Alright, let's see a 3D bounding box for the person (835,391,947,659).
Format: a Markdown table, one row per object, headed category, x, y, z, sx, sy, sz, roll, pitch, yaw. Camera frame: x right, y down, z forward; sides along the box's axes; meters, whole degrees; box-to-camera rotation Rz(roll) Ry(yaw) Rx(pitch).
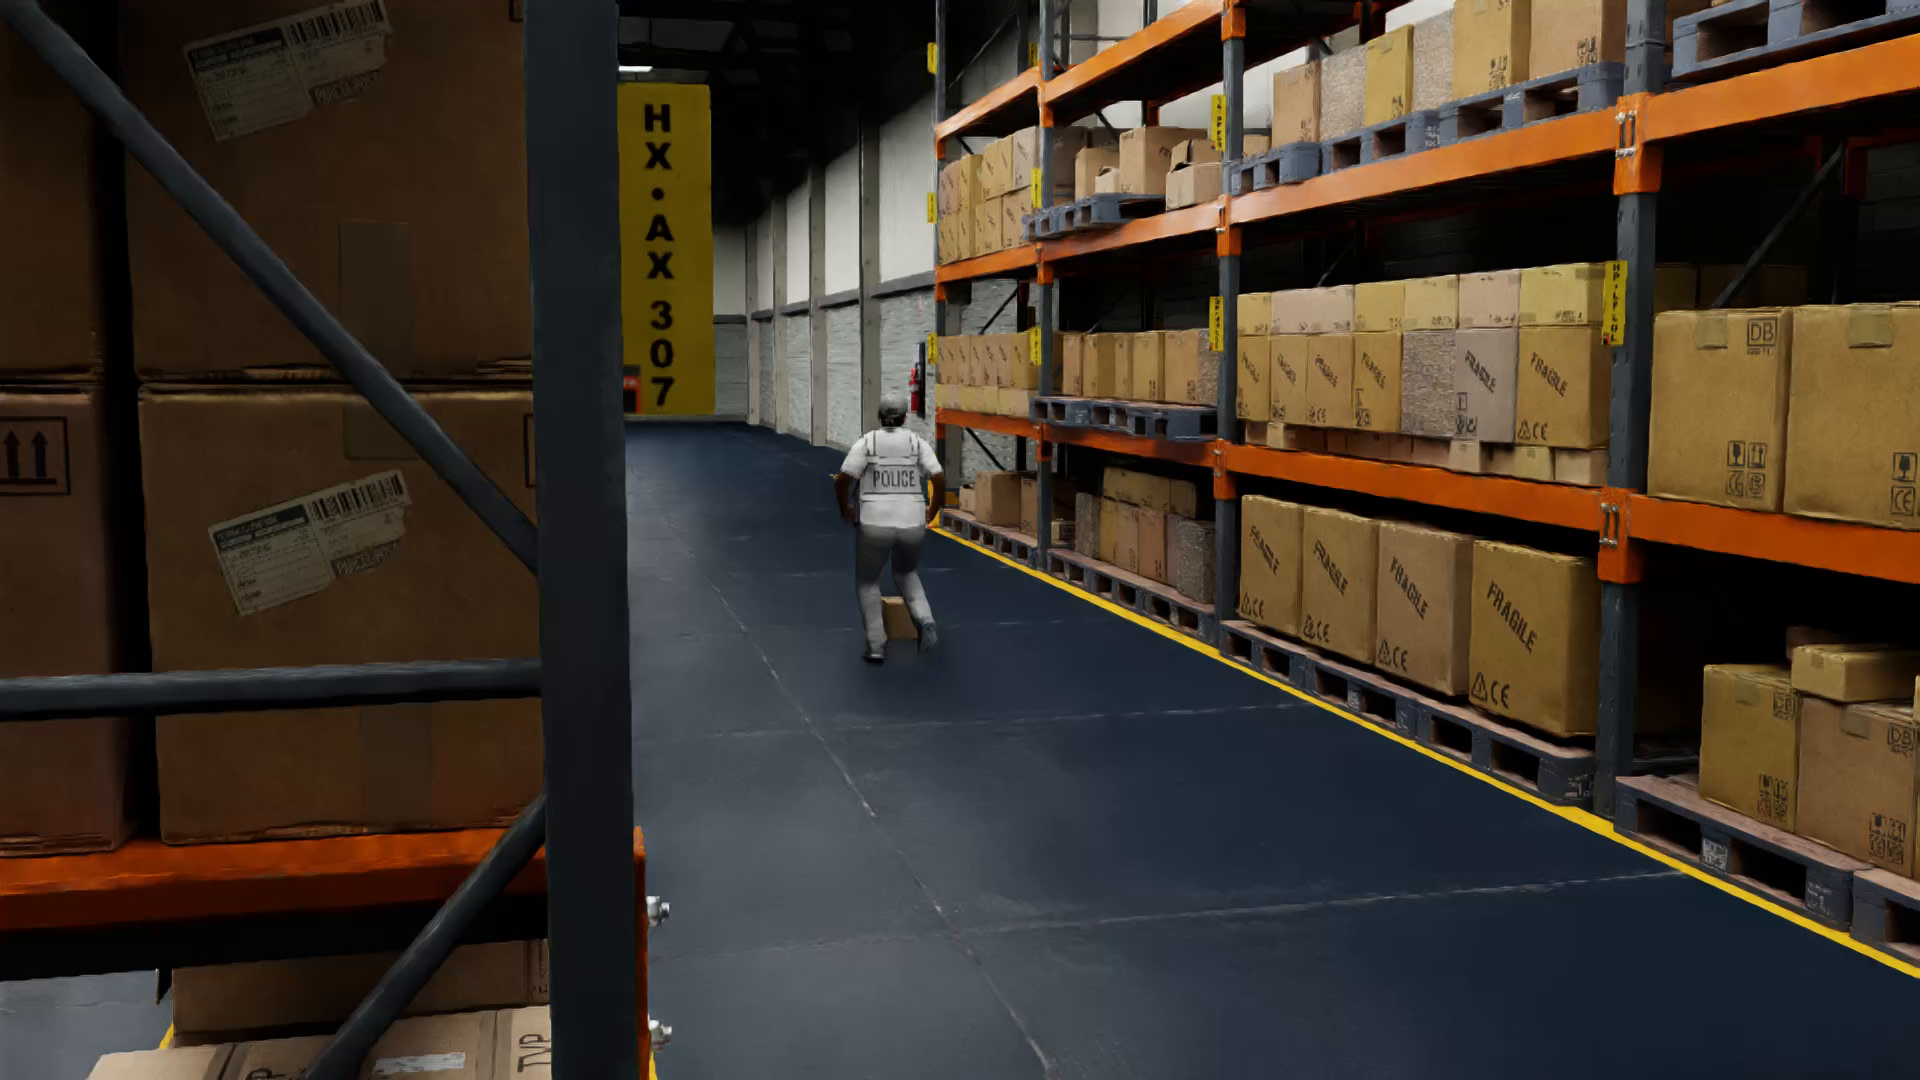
| category | x | y | z | sx | sy | sz | roll | pitch | yaw |
| --- | --- | --- | --- | --- | --- | --- | --- | --- | --- |
| person | -0.449 | -0.083 | 10.097 | 0.663 | 1.642 | 0.497 | -2 | 7 | -19 |
